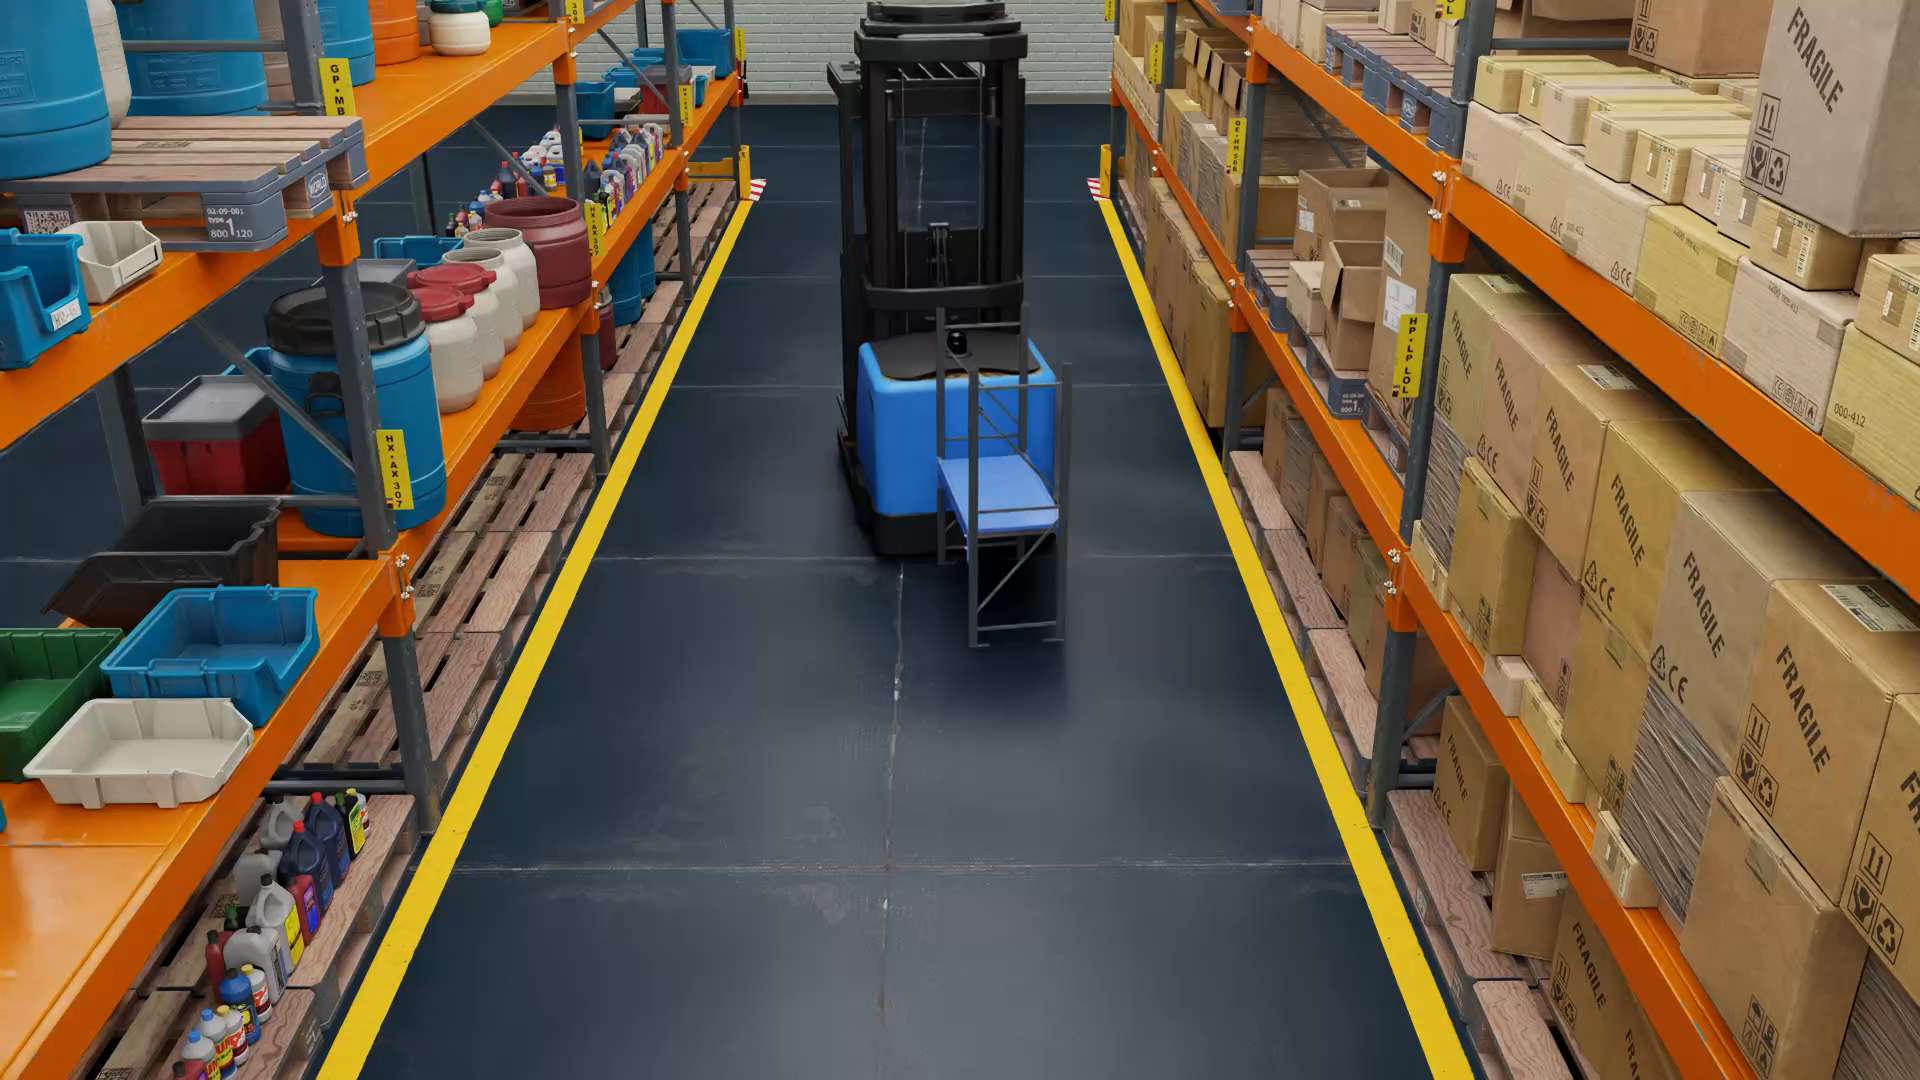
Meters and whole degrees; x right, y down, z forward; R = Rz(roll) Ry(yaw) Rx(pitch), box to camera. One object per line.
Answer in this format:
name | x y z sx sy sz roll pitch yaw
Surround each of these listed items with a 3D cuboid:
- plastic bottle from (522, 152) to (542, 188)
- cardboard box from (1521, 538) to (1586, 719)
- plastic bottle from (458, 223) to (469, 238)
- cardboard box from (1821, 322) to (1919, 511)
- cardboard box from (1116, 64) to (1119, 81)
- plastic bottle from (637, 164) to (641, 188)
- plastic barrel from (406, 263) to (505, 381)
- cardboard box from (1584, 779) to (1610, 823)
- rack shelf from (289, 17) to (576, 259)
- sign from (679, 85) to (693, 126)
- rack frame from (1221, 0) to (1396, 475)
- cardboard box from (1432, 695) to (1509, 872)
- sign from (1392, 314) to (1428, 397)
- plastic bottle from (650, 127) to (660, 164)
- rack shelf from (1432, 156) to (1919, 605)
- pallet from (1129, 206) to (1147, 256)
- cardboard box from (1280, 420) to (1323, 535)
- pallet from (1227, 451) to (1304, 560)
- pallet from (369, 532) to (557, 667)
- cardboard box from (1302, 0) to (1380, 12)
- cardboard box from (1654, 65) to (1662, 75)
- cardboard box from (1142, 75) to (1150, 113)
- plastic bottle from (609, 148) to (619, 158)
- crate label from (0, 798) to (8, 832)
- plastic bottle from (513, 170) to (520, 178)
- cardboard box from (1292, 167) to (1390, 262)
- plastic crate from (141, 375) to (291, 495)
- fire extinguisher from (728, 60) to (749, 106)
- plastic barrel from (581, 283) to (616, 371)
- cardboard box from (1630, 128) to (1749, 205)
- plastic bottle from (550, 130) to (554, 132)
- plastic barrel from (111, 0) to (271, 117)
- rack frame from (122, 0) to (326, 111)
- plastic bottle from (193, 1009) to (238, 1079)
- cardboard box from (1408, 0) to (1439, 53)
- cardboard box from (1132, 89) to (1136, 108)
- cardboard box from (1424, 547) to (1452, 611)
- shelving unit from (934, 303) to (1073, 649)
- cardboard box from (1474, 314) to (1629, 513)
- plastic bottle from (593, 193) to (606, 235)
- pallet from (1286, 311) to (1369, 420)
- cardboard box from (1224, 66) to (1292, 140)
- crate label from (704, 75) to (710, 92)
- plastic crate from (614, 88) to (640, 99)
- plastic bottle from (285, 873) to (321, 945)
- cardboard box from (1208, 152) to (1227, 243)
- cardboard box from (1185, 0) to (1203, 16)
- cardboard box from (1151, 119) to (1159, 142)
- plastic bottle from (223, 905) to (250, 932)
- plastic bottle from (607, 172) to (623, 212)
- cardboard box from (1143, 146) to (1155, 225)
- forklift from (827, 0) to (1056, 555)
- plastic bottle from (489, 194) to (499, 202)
plastic bottle | -3.164 -2.714 12.262 0.152 0.276 0.135 0 24 -1
cardboard box | 2.259 0.250 5.074 0.875 0.500 0.500 0 24 -1
plastic bottle | -3.171 -1.914 10.583 0.097 0.201 0.097 0 24 0
cardboard box | 2.016 -0.219 3.137 0.500 0.250 0.500 0 24 0
cardboard box | 1.787 -4.743 16.901 0.380 0.149 0.250 -1 24 -1
plastic bottle | -2.433 -2.727 12.381 0.097 0.201 0.097 0 24 0
plastic barrel | -2.517 -1.081 8.336 0.433 0.535 0.433 0 24 0
cardboard box | 2.019 0.759 4.736 0.380 0.149 0.250 0 24 -1
rack shelf | -2.735 -2.007 7.780 1.077 0.370 4.000 0 24 -1
sign | -2.250 -3.568 13.663 0.100 0.325 0.005 0 24 -1
rack frame | 2.196 -1.814 10.121 1.000 3.000 0.127 0 24 -1
cardboard box | 2.204 0.947 6.541 0.500 0.500 0.500 -1 24 -2
sign | 1.685 -0.690 6.230 0.100 0.325 0.005 0 24 -1
plastic bottle | -2.425 -3.131 13.174 0.061 0.283 0.133 0 24 -1
rack shelf | 2.261 -0.381 4.185 1.077 0.370 4.000 0 24 -1
pallet | 2.206 -3.010 16.148 1.003 0.211 1.213 0 24 -1
cardboard box | 2.242 -0.371 9.430 0.700 0.500 0.500 -2 24 -5
pallet | 2.203 -0.222 9.984 1.003 0.211 1.213 0 24 -1
pallet | -2.777 0.299 8.832 1.003 0.211 1.213 0 24 -1
cardboard box | 1.958 -2.843 8.029 0.500 0.500 0.500 -1 24 -2
cardboard box | 2.532 -1.513 5.514 0.380 0.149 0.250 0 24 1
cardboard box | 1.877 -3.924 14.606 0.500 0.250 0.500 0 24 1
plastic bottle | -2.586 -2.799 12.454 0.097 0.271 0.097 0 24 0
crate label | -2.960 0.731 4.450 0.502 0.435 0.616 0 24 -1
plastic bottle | -3.143 -2.506 11.792 0.061 0.283 0.133 0 24 -1
cardboard box | 2.242 -1.829 9.523 0.500 0.500 0.500 -3 25 -7
plastic crate | -3.024 -0.371 6.853 0.402 0.464 0.583 0 24 -1
fire extinguisher | -2.391 -4.948 17.596 0.296 0.674 0.183 0 24 -1
plastic barrel | -2.791 -1.551 11.957 0.600 0.588 0.708 0 24 -1
cardboard box | 1.987 -0.974 4.321 0.380 0.149 0.250 -1 24 -2
plastic bottle | -3.201 -3.086 13.089 0.097 0.271 0.097 0 24 0
plastic barrel | -2.936 -1.947 6.167 0.600 0.901 0.708 0 24 -1
rack frame | -2.713 -2.877 5.191 1.000 3.000 0.127 0 24 -1
plastic bottle | -2.383 1.616 5.313 0.097 0.271 0.097 0 24 0
cardboard box | 2.322 -2.353 7.039 0.797 0.503 0.637 1 24 2
cardboard box | 1.805 -4.107 15.495 0.380 0.149 0.250 0 24 0
cardboard box | 1.931 0.142 6.102 0.380 0.149 0.250 0 24 -1
shelving unit | 0.206 -0.355 8.715 0.538 1.500 1.048 -4 25 -9
cardboard box | 1.997 -0.410 5.321 0.500 0.500 0.500 0 24 -1
plastic bottle | -2.399 -2.165 11.038 0.061 0.283 0.133 0 24 -1
pallet | 2.258 -0.911 8.358 1.003 0.211 1.213 0 24 -1
cardboard box | 2.200 -2.887 11.154 0.797 0.503 0.637 0 24 1
crate label | -2.638 -4.426 16.144 0.396 0.136 0.243 0 24 -1
plastic crate | -3.120 -4.064 15.342 0.293 0.136 0.466 0 24 -1
plastic bottle | -2.372 1.304 5.990 0.061 0.283 0.133 1 24 3
cardboard box | 1.943 -2.267 11.002 0.500 0.500 0.500 0 24 -1
cardboard box | 2.377 -5.320 16.784 0.500 0.500 0.500 0 24 0
cardboard box | 1.821 -3.472 14.092 0.380 0.149 0.250 0 24 0
plastic bottle | -2.515 1.381 5.819 0.061 0.283 0.133 0 24 -1
plastic bottle | -2.425 -2.437 11.654 0.097 0.271 0.097 0 24 0
cardboard box | 2.215 -3.329 15.539 0.875 0.875 0.875 0 24 -1
forklift | -0.204 -1.831 10.241 1.130 2.935 3.031 -4 25 -9
plastic bottle | -3.180 -2.250 11.325 0.097 0.201 0.097 0 24 0
